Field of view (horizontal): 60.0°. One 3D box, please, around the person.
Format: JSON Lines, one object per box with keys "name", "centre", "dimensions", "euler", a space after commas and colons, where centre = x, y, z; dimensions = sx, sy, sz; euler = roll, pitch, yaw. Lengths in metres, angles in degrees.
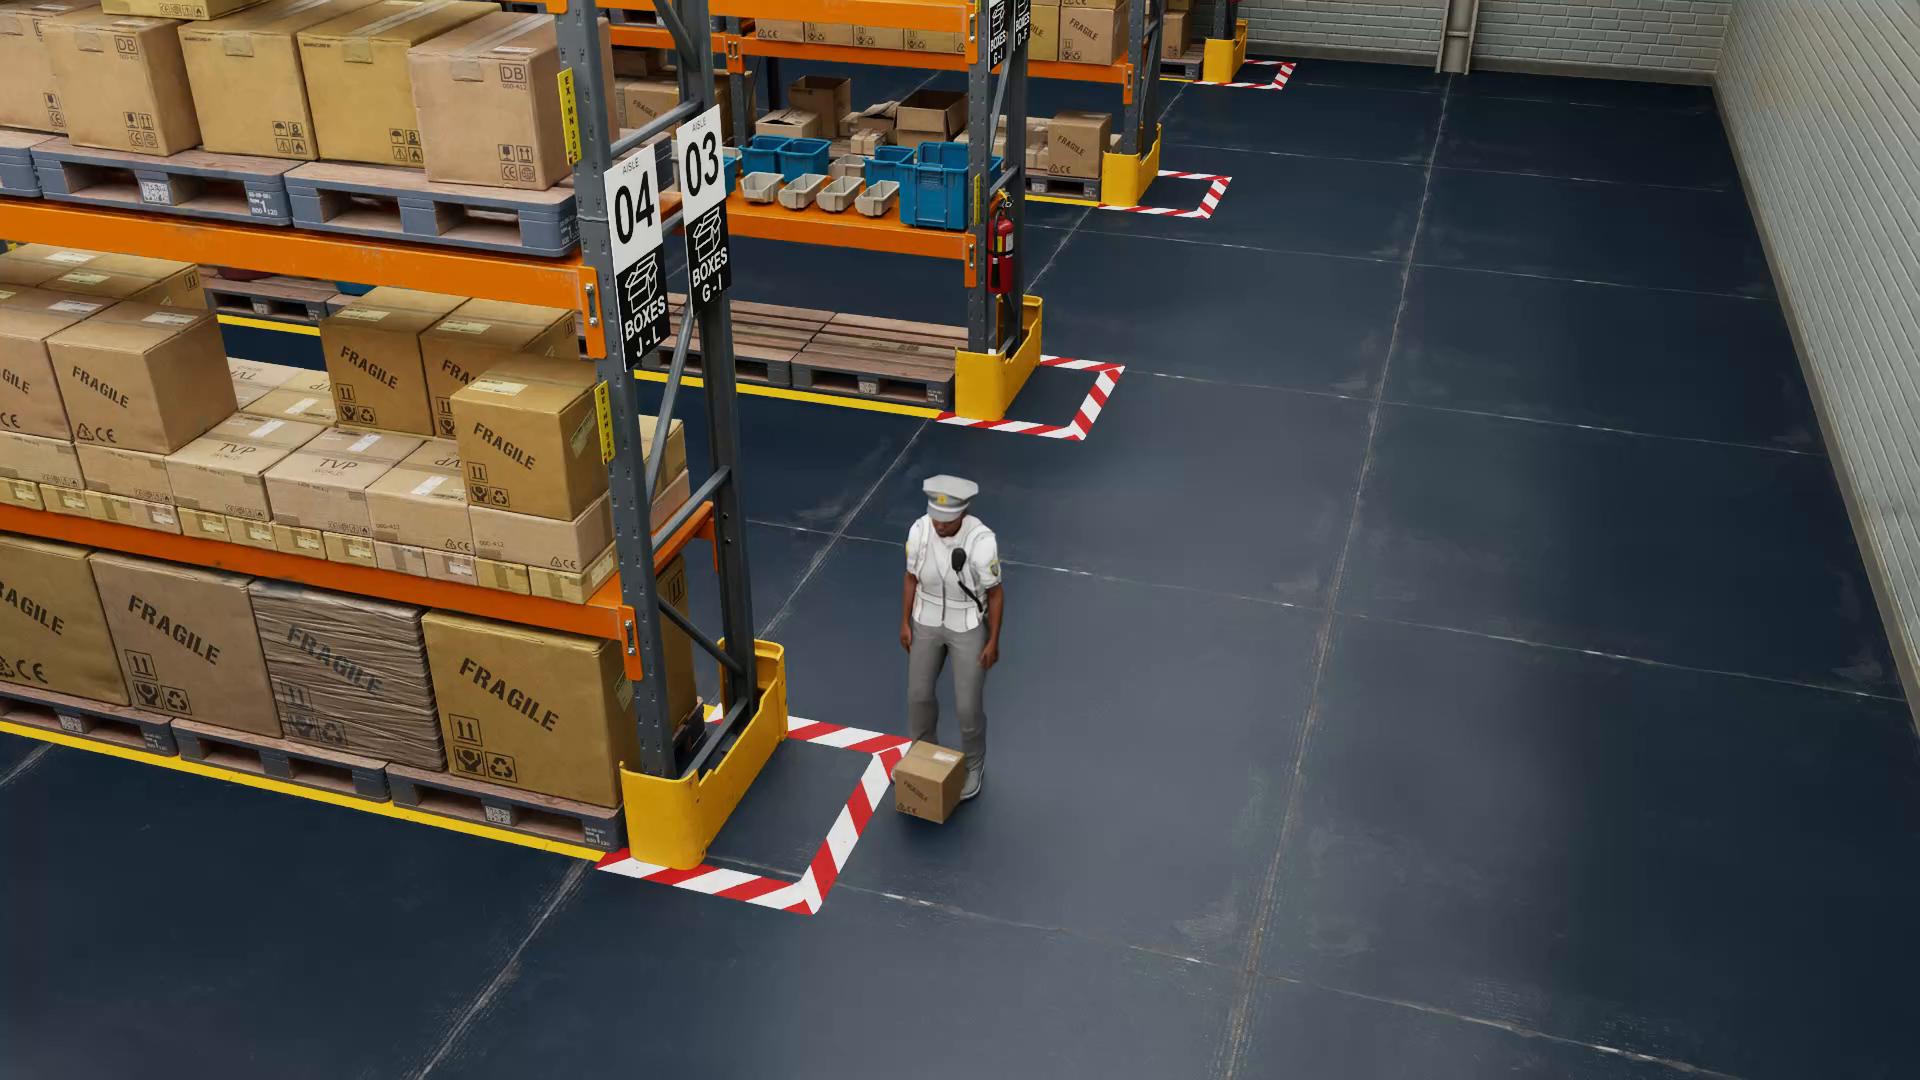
{"name": "person", "centre": [-0.057, 0.428, 7.744], "dimensions": [0.518, 1.656, 0.397], "euler": [11, 31, 19]}
